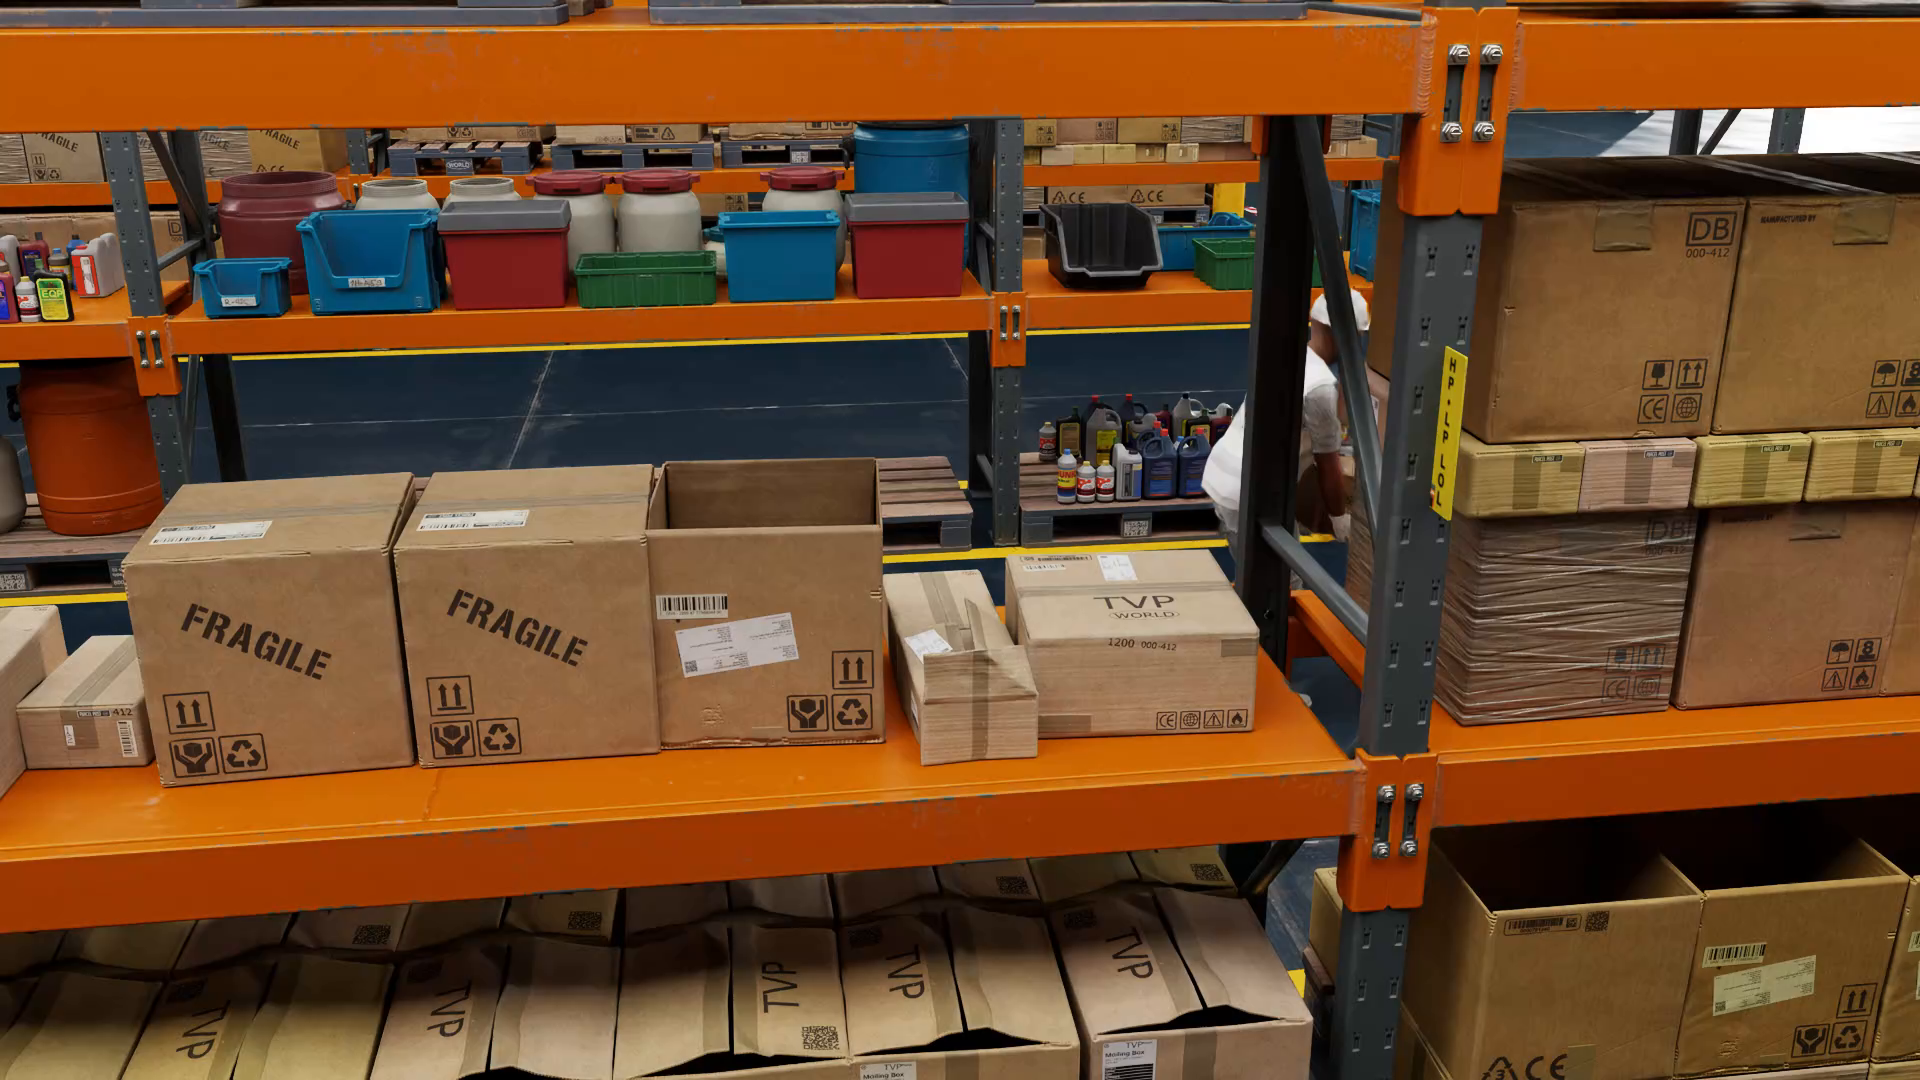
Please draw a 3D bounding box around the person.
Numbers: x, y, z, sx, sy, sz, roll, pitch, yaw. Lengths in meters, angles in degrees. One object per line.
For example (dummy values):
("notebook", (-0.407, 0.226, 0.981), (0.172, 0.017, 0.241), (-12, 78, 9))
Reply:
("person", (1.286, -0.153, 6.589), (0.645, 1.700, 0.482), (-3, 20, -9))
